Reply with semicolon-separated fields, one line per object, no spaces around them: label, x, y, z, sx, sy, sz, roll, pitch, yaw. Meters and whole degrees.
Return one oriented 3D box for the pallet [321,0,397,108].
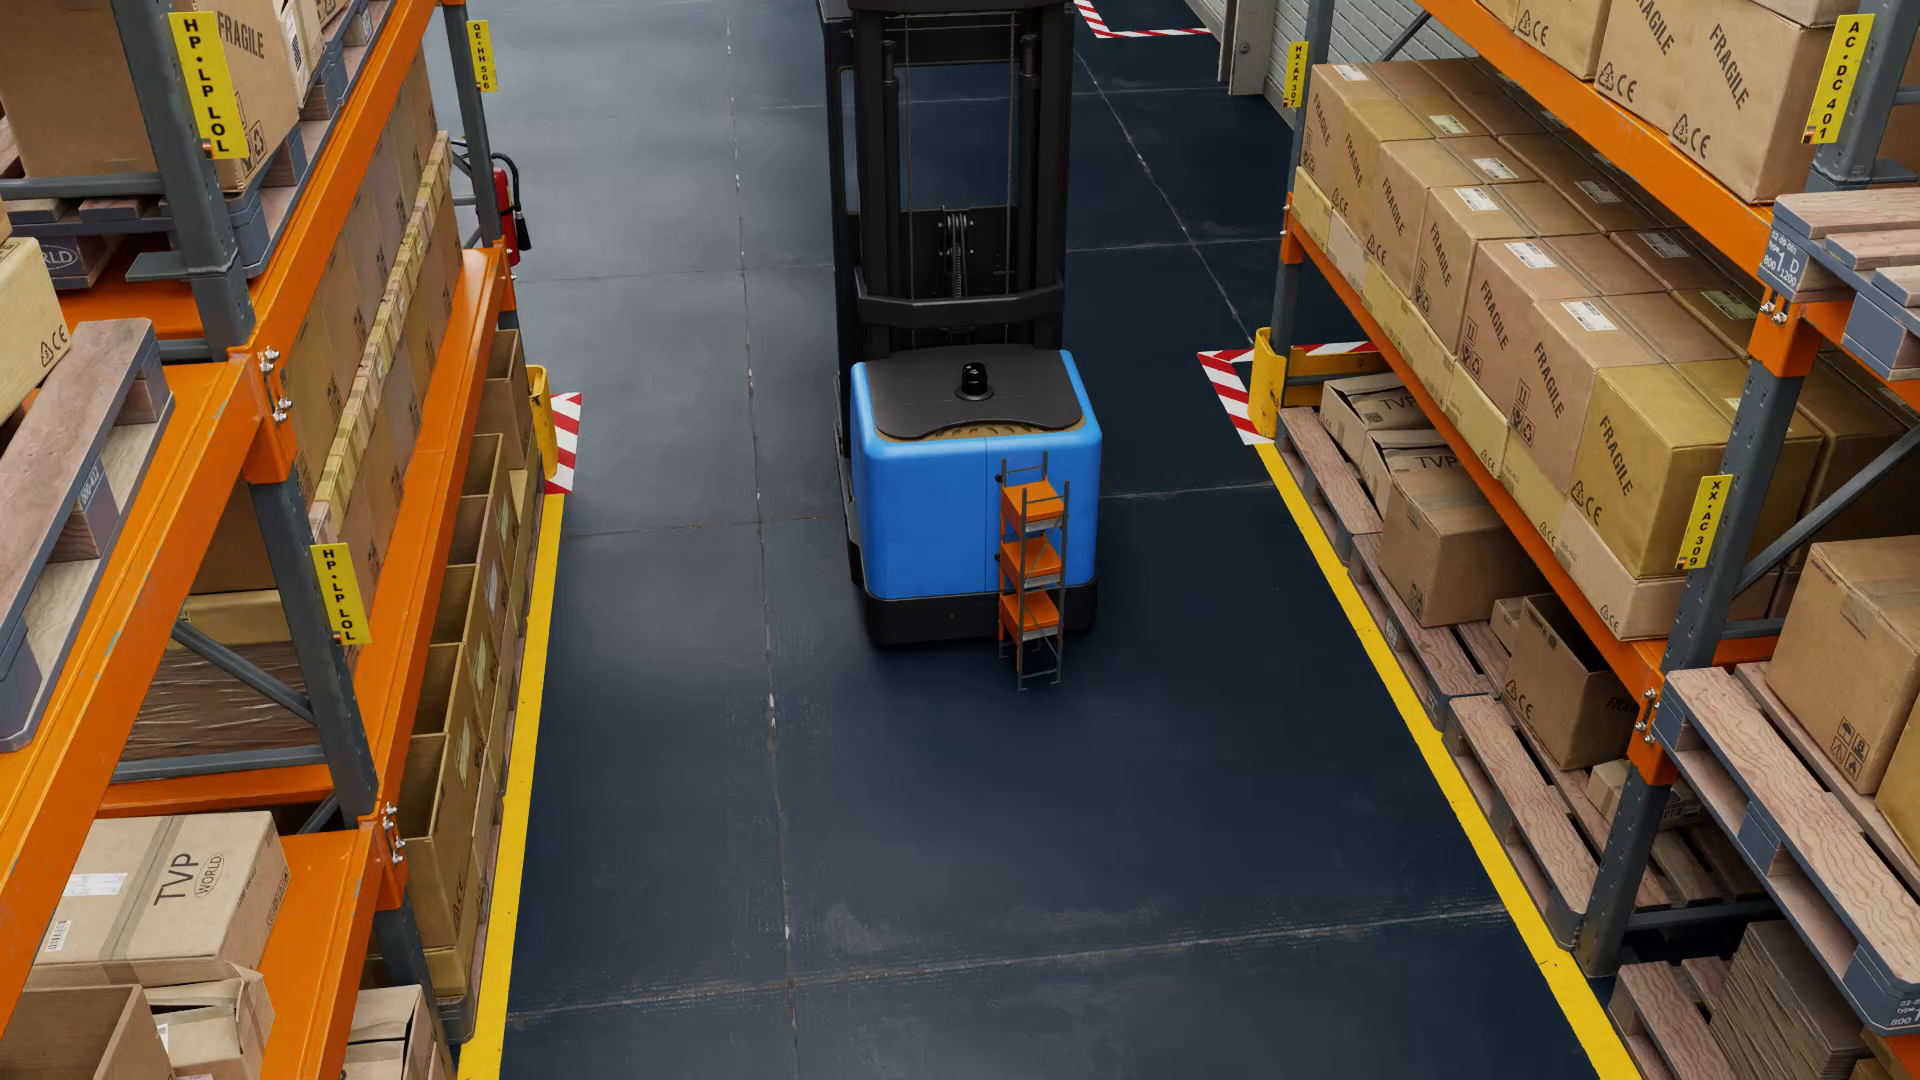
pallet;-2.482;-1.717;5.521;1.003;0.211;1.213;-4;35;-6

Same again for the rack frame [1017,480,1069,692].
rack frame;0.347;0.210;7.010;0.200;1.050;0.008;-11;36;-15

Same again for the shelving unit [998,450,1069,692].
shelving unit;0.308;0.145;7.105;0.215;1.050;0.252;-11;36;-15

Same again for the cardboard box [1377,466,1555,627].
cardboard box;2.319;0.005;7.408;0.700;0.500;0.500;-6;35;-9

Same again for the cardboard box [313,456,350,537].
cardboard box;-2.096;-0.119;5.096;0.380;0.149;0.250;-5;35;-8

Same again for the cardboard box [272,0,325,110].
cardboard box;-2.060;-1.397;4.555;0.500;0.311;0.500;-6;35;-9

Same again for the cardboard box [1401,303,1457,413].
cardboard box;2.153;-0.765;6.824;0.500;0.250;0.500;-4;34;-6

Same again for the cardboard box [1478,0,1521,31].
cardboard box;2.190;-2.165;5.993;0.500;0.500;0.500;-2;34;-3

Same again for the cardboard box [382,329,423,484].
cardboard box;-2.458;-0.509;6.245;0.700;0.500;0.500;-3;34;-5

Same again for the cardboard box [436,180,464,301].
cardboard box;-2.669;-1.373;7.512;0.700;0.500;0.500;-4;35;-6

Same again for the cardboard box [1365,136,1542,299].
cardboard box;2.075;-1.372;7.049;0.500;0.500;0.500;-5;35;-8

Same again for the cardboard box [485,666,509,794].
cardboard box;-2.067;0.761;6.538;0.500;0.250;0.500;-4;35;-6

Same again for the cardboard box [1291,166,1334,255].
cardboard box;1.940;-1.620;8.079;0.500;0.250;0.500;-5;35;-8

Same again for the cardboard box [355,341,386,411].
cardboard box;-2.203;-0.554;5.734;0.380;0.149;0.250;-5;35;-8

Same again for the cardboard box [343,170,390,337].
cardboard box;-2.449;-1.026;5.851;0.700;0.500;0.500;-4;35;-6

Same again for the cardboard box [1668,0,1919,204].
cardboard box;2.414;-1.292;4.712;0.500;0.500;0.500;-3;34;-5

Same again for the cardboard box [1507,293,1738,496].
cardboard box;2.284;-0.513;5.788;0.500;0.500;0.500;-5;35;-7

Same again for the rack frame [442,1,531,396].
rack frame;-2.719;-1.593;7.924;1.000;3.000;0.127;-4;35;-6

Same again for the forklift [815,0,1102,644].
forklift;-0.081;-1.563;7.941;1.130;2.935;3.031;-4;34;-6

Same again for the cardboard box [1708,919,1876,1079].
cardboard box;2.843;1.523;5.181;0.700;0.500;0.500;-3;34;-5

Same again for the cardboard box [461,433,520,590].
cardboard box;-2.203;-0.107;7.146;0.500;0.500;0.500;-4;35;-6

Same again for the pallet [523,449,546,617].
pallet;-2.575;-0.017;8.088;1.003;0.211;1.213;-4;35;-6

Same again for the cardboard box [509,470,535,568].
cardboard box;-2.275;-0.075;7.766;0.500;0.250;0.500;-4;35;-6

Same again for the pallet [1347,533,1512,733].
pallet;2.434;0.360;7.535;1.003;0.211;1.213;-4;35;-6

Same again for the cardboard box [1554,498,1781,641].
cardboard box;2.363;0.074;5.593;0.500;0.250;0.500;-4;35;-6

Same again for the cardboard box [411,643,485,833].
cardboard box;-2.008;0.731;5.917;0.500;0.500;0.500;-4;35;-6

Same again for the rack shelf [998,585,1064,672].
rack shelf;0.308;0.383;7.268;0.215;0.259;0.240;-11;36;-15

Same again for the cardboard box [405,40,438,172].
cardboard box;-2.662;-1.879;7.103;0.700;0.500;0.500;-4;35;-6

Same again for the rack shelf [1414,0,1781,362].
rack shelf;2.458;-1.796;6.198;1.077;0.370;4.000;-4;35;-6

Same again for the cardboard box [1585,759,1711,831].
cardboard box;2.626;0.955;6.311;0.380;0.166;0.250;-9;35;-13

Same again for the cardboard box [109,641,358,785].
cardboard box;-2.247;0.351;4.983;0.700;0.500;0.500;-5;35;-8

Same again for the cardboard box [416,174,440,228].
cardboard box;-2.408;-1.415;6.998;0.380;0.149;0.250;-5;35;-7

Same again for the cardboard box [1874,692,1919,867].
cardboard box;2.830;0.638;4.171;0.700;0.500;0.500;-1;34;-1

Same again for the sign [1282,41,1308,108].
sign;1.652;-2.287;8.173;0.100;0.325;0.005;-4;35;-6

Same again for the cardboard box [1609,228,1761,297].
cardboard box;2.744;-0.840;6.268;0.500;0.500;0.500;-3;34;-5

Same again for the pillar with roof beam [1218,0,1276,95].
pillar with roof beam;-1.932;-7.146;10.746;9.100;9.000;0.400;-4;35;-6

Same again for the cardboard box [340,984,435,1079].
cardboard box;-1.842;1.574;4.847;0.500;0.311;0.500;-4;35;-6

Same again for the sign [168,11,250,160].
sign;-1.645;-0.991;3.638;0.100;0.325;0.005;-4;35;-6

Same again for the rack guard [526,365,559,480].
rack guard;-2.722;-0.573;8.648;1.175;0.500;0.348;-4;35;-6

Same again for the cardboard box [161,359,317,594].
cardboard box;-2.247;-0.185;4.618;0.700;0.500;0.500;-4;34;-6

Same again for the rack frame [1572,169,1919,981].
rack frame;2.727;0.262;5.202;1.000;3.000;0.127;-4;35;-6

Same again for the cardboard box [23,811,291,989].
cardboard box;-2.071;0.973;4.292;0.500;0.250;0.500;-2;34;-3

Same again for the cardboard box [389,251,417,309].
cardboard box;-2.303;-0.981;6.361;0.380;0.149;0.250;-3;34;-5

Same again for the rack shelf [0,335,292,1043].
rack shelf;-1.912;0.813;2.369;1.077;0.370;4.000;-4;35;-6

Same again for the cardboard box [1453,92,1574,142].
cardboard box;2.521;-1.698;7.527;0.500;0.500;0.500;-4;34;-6

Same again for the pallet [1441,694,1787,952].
pallet;2.602;1.042;6.533;1.003;0.211;1.213;-4;35;-6
